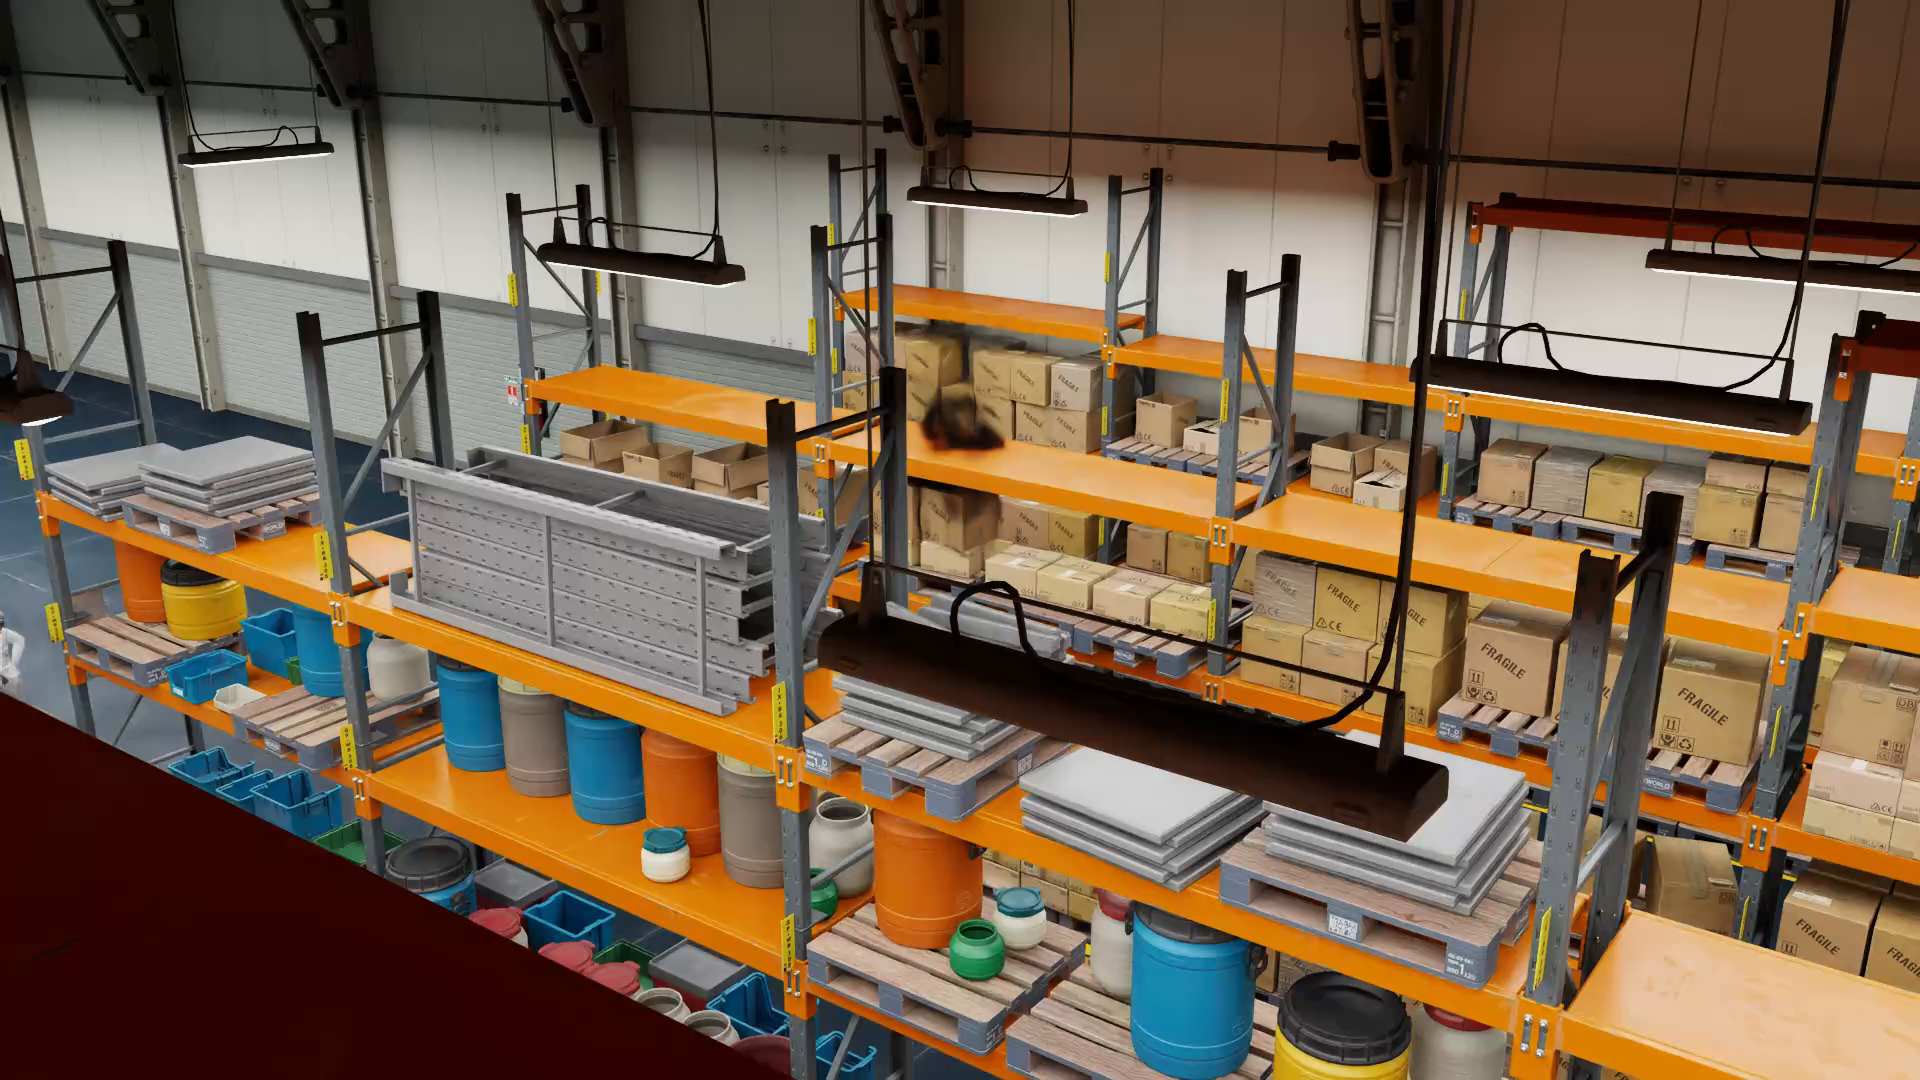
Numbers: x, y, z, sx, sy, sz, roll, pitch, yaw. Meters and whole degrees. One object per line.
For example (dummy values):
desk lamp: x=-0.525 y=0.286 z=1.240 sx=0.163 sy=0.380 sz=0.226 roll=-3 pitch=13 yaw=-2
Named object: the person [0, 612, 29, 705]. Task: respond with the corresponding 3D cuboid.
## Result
person: x=-10.209 y=1.536 z=17.840 sx=0.850 sy=1.738 sz=0.580 roll=-12 pitch=22 yaw=-31
